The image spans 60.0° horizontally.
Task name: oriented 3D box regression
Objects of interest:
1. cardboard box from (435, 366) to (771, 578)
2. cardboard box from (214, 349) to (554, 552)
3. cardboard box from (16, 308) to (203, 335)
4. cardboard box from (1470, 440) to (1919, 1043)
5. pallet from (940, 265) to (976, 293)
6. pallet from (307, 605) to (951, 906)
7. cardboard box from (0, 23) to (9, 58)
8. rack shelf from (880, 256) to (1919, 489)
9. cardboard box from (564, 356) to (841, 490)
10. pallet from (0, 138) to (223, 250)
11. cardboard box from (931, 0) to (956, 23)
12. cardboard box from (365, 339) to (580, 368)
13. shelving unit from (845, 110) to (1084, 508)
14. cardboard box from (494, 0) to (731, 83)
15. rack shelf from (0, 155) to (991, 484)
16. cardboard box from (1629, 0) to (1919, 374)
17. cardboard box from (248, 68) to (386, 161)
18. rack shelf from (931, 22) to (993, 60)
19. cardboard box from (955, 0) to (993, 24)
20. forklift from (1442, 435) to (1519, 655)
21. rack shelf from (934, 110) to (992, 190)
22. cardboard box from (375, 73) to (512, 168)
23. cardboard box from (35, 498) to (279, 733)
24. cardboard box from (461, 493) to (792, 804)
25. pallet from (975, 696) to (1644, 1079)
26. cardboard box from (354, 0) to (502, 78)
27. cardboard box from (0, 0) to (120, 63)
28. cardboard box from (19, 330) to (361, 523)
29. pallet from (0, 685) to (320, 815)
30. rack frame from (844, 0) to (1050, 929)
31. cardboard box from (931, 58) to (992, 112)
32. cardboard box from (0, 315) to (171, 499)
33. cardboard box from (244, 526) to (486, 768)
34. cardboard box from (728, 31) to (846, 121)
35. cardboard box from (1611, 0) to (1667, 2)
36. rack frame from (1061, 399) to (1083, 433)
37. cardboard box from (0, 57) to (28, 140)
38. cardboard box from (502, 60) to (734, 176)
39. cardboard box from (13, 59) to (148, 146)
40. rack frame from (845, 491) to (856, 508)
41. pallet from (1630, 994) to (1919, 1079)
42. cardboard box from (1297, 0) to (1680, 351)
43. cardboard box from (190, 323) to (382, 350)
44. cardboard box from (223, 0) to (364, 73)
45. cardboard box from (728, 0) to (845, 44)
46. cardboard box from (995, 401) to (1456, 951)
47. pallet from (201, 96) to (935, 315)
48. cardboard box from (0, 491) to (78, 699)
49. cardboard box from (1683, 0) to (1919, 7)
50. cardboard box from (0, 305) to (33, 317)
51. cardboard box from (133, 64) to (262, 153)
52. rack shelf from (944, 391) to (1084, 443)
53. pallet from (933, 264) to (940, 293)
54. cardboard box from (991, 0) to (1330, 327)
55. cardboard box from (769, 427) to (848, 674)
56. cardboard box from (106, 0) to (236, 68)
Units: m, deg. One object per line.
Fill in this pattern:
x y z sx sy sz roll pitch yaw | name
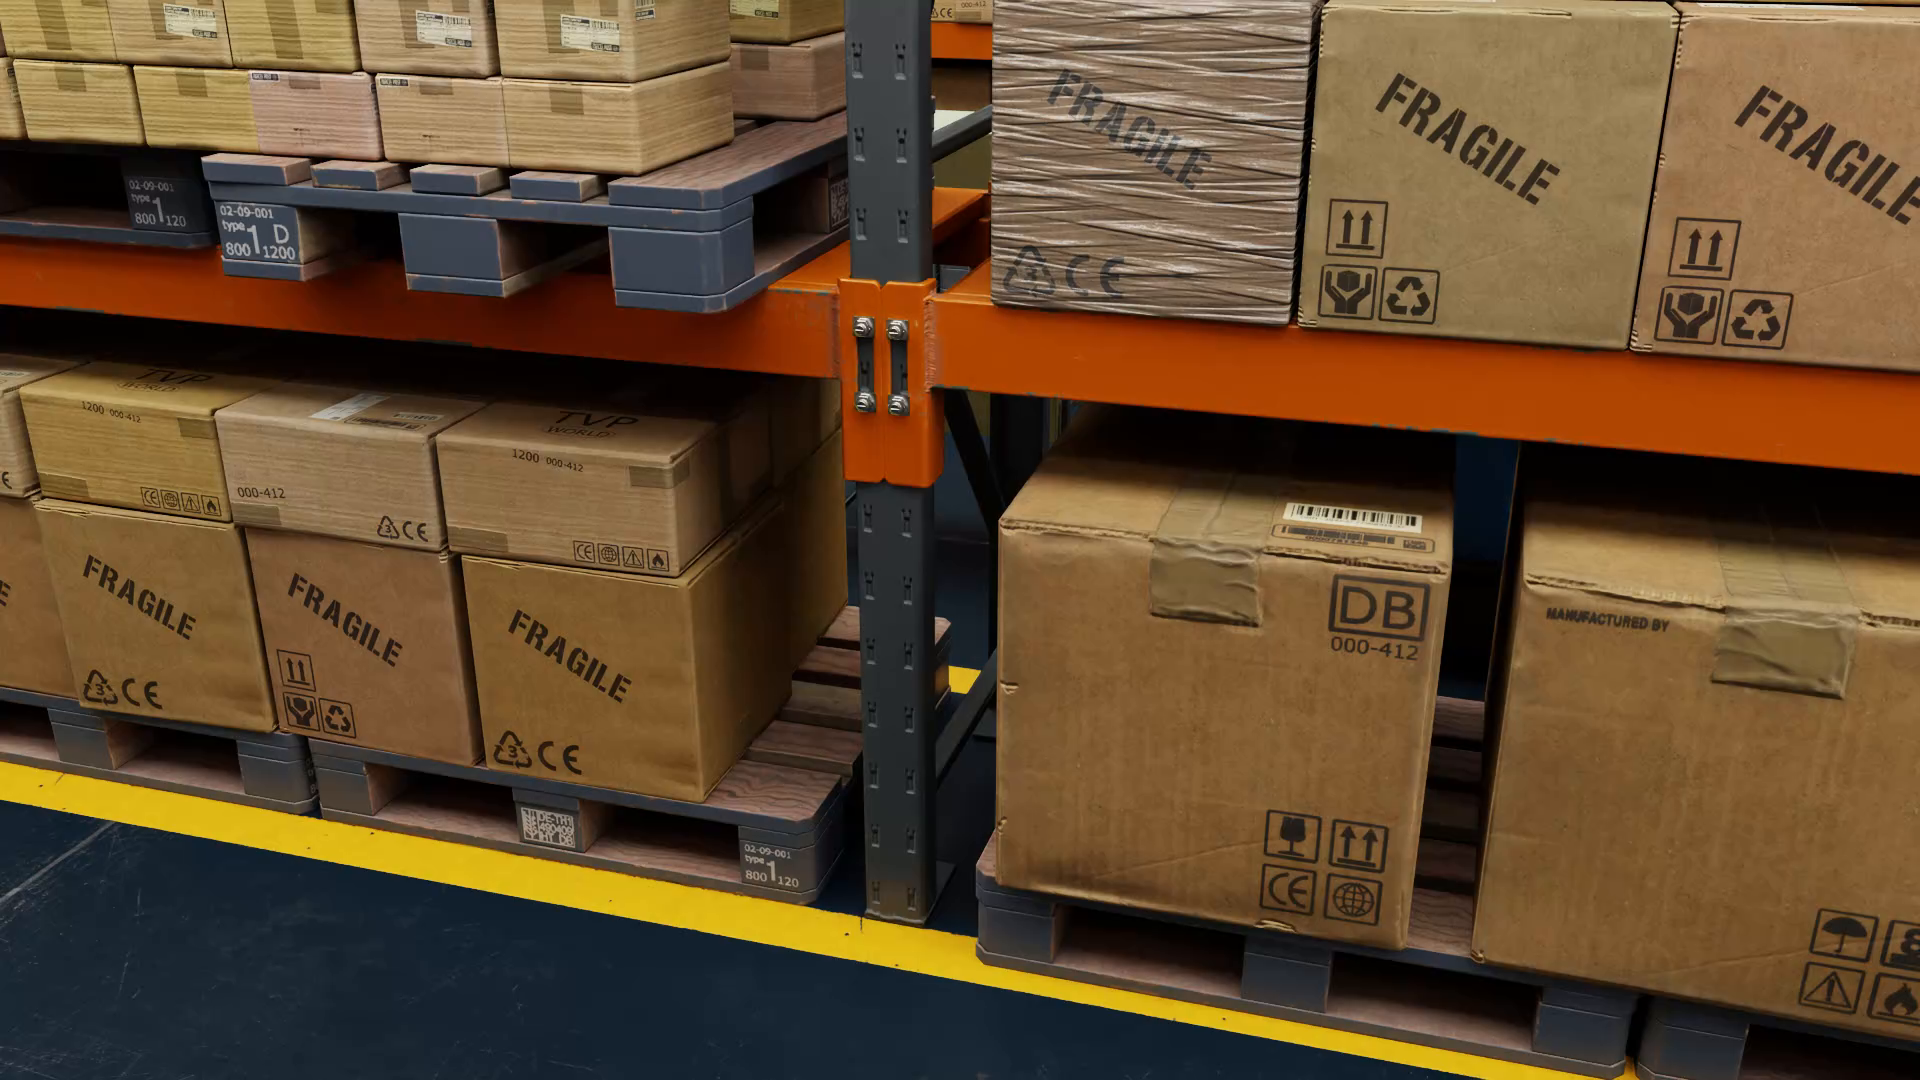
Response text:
-0.719 -0.155 3.448 0.500 0.250 0.500 6 23 14 | cardboard box
-1.206 -0.207 3.573 0.500 0.250 0.500 7 23 16 | cardboard box
-2.034 -0.510 4.314 0.500 0.250 0.500 5 23 13 | cardboard box
1.406 0.250 3.119 0.750 0.750 1.050 7 23 16 | cardboard box
0.611 -1.424 8.463 1.213 0.211 1.003 7 23 16 | pallet
-0.737 0.413 3.985 1.213 0.211 1.003 7 23 16 | pallet
-1.829 -1.036 3.228 0.250 0.149 0.380 7 23 17 | cardboard box
1.926 -0.239 2.847 4.000 0.370 1.077 7 23 16 | rack shelf
-0.579 -0.339 3.896 0.500 0.250 0.500 5 23 13 | cardboard box
-1.896 -0.904 3.774 1.213 0.211 1.003 7 23 16 | pallet
-0.186 -2.603 7.862 0.500 0.250 0.500 6 23 15 | cardboard box
-1.065 -0.395 4.032 0.500 0.250 0.500 6 23 15 | cardboard box
0.006 -0.693 4.984 0.755 1.500 0.431 7 23 16 | shelving unit
-0.593 -0.895 2.885 0.250 0.149 0.380 7 23 17 | cardboard box
-1.904 -0.677 3.916 4.000 0.370 1.077 7 23 16 | rack shelf
1.333 -0.580 2.599 0.500 0.500 0.500 7 23 15 | cardboard box
-1.077 -0.812 3.074 0.250 0.149 0.380 7 23 16 | cardboard box
-0.570 -2.487 8.328 4.000 0.370 1.077 7 23 16 | rack shelf
0.291 -2.542 7.713 0.500 0.250 0.500 7 23 16 | cardboard box
2.316 -1.089 4.062 3.031 2.935 1.130 8 24 18 | forklift
0.006 -1.054 4.836 0.720 0.370 0.431 7 23 16 | rack shelf
-0.831 -0.784 3.006 0.250 0.149 0.380 6 23 15 | cardboard box
-1.701 0.084 3.853 0.500 0.500 0.500 5 23 13 | cardboard box
-0.694 0.194 3.584 0.500 0.500 0.500 6 23 15 | cardboard box
0.744 0.613 3.497 1.213 0.211 1.003 7 23 16 | pallet
-0.849 -0.924 2.955 0.250 0.149 0.380 7 23 18 | cardboard box
-1.579 -1.007 3.159 0.250 0.149 0.380 6 23 15 | cardboard box
-1.688 -0.268 3.723 0.500 0.250 0.500 7 23 17 | cardboard box
-1.901 0.279 4.312 1.213 0.211 1.003 7 23 16 | pallet
0.011 -0.791 3.245 0.127 3.000 1.000 7 23 16 | rack frame
-0.146 -2.017 8.481 0.875 0.875 0.875 7 23 16 | cardboard box
-2.190 -0.322 3.855 0.500 0.250 0.500 7 23 18 | cardboard box
-1.190 0.136 3.726 0.500 0.500 0.500 8 23 18 | cardboard box
-0.359 -0.991 3.512 0.250 0.149 0.380 6 23 15 | cardboard box
0.923 -1.192 2.774 0.500 0.500 0.700 6 23 15 | cardboard box
0.357 -0.653 4.886 0.023 1.500 0.400 7 23 16 | rack frame
-1.820 -0.898 3.285 0.250 0.149 0.380 7 23 17 | cardboard box
-0.594 -0.756 2.938 0.250 0.149 0.380 7 23 16 | cardboard box
-1.573 -0.869 3.215 0.250 0.149 0.380 6 23 13 | cardboard box
-0.344 -0.733 5.081 0.023 1.500 0.400 7 23 16 | rack frame
1.908 0.748 3.169 1.213 0.211 1.003 7 23 16 | pallet
0.851 -0.635 2.734 0.500 0.500 0.500 6 23 15 | cardboard box
-1.535 -0.454 4.175 0.500 0.250 0.500 7 23 16 | cardboard box
-1.102 -0.952 3.023 0.250 0.149 0.380 7 23 17 | cardboard box
-0.393 -1.132 3.464 0.250 0.149 0.380 8 24 18 | cardboard box
0.568 0.155 3.350 0.750 0.750 1.050 6 23 15 | cardboard box
-0.702 -0.741 3.378 1.003 0.211 1.213 7 23 16 | pallet
-2.175 0.020 4.009 0.500 0.500 0.500 7 23 16 | cardboard box
1.415 -1.136 2.639 0.500 0.500 0.700 6 23 15 | cardboard box
-2.544 -0.563 4.442 0.500 0.250 0.500 8 24 18 | cardboard box
-1.315 -0.840 3.144 0.250 0.149 0.380 6 23 15 | cardboard box
0.006 -0.392 5.107 0.720 0.370 0.431 7 23 16 | rack shelf
-0.553 -1.558 8.791 1.213 0.211 1.003 7 23 16 | pallet
0.363 -0.690 2.867 0.500 0.500 0.500 7 23 16 | cardboard box
-0.592 0.001 4.055 0.500 0.500 0.500 6 23 13 | cardboard box
-1.341 -0.979 3.091 0.250 0.149 0.380 7 23 16 | cardboard box
